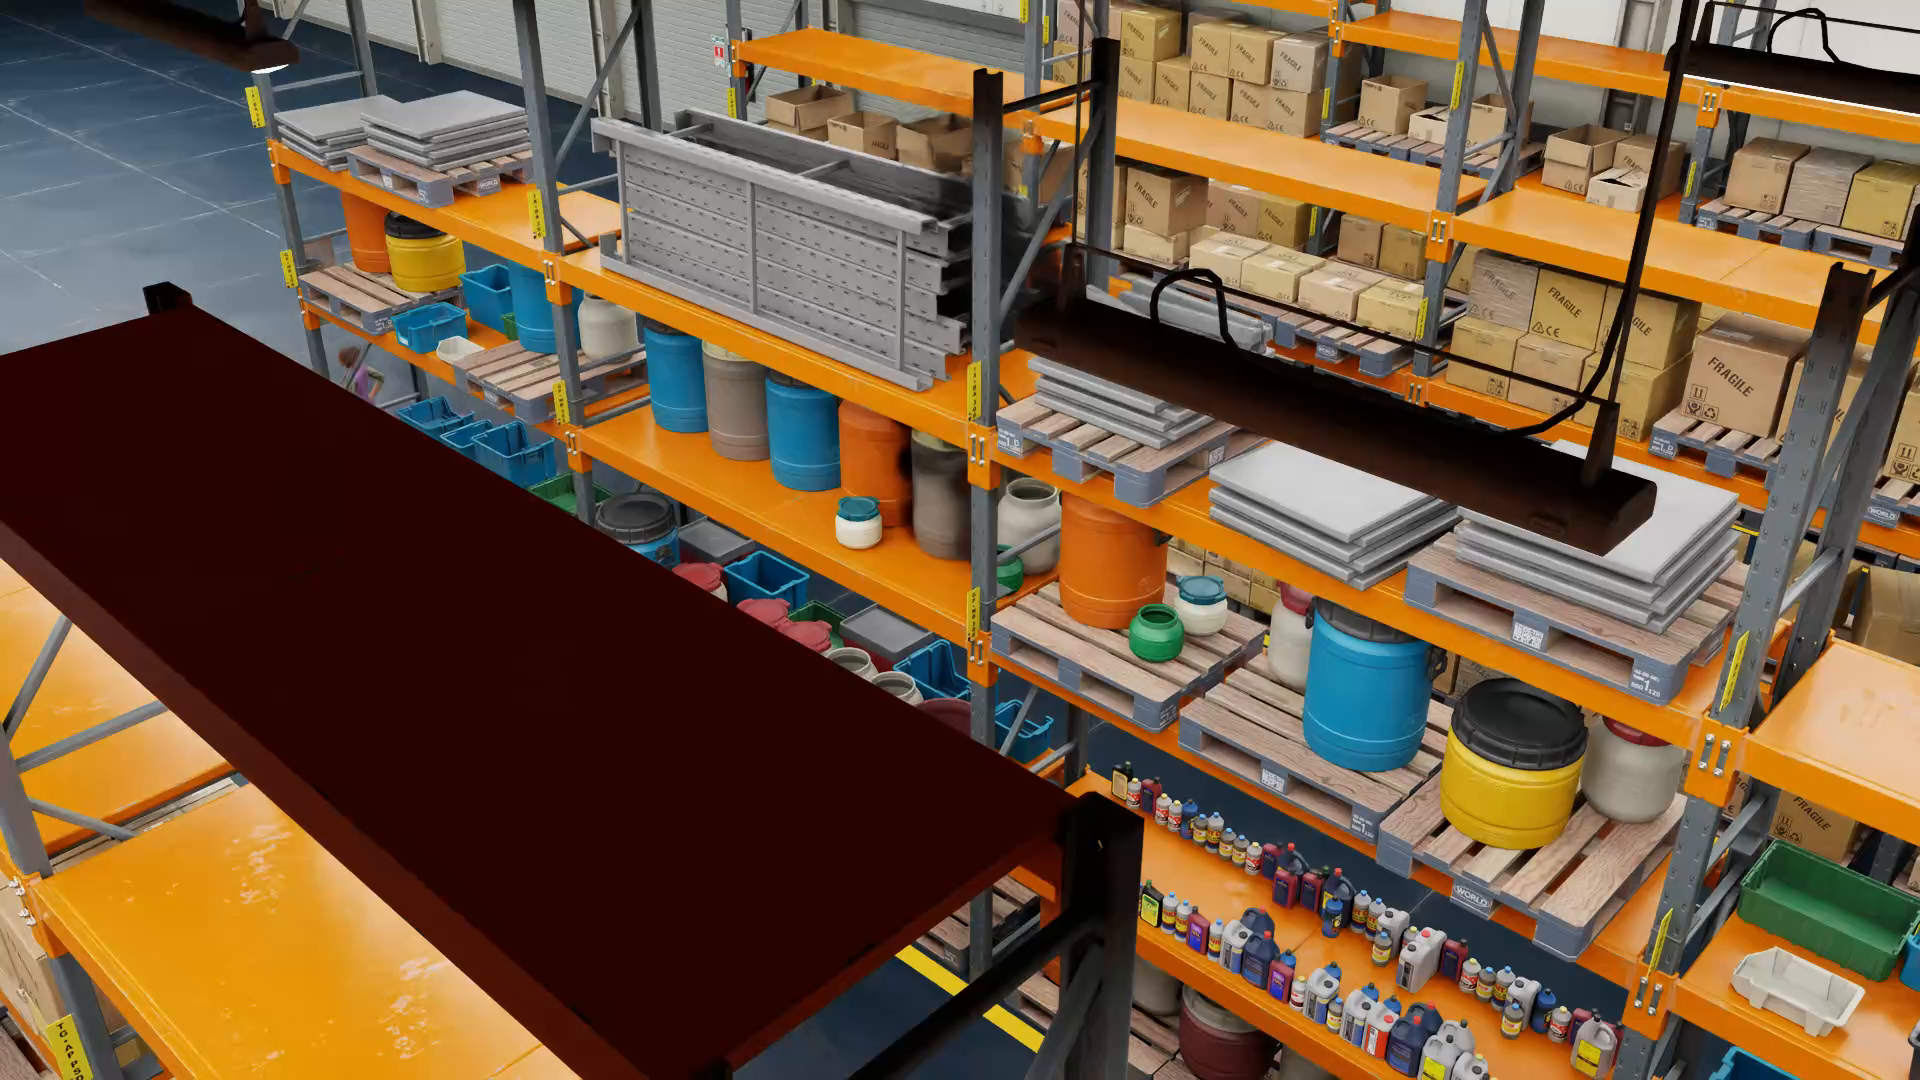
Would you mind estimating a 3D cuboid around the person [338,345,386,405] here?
[{"bbox_3d":[-6.041,-1.240,16.760,0.688,1.569,0.505,-4,30,-8],"label":"person"}]
